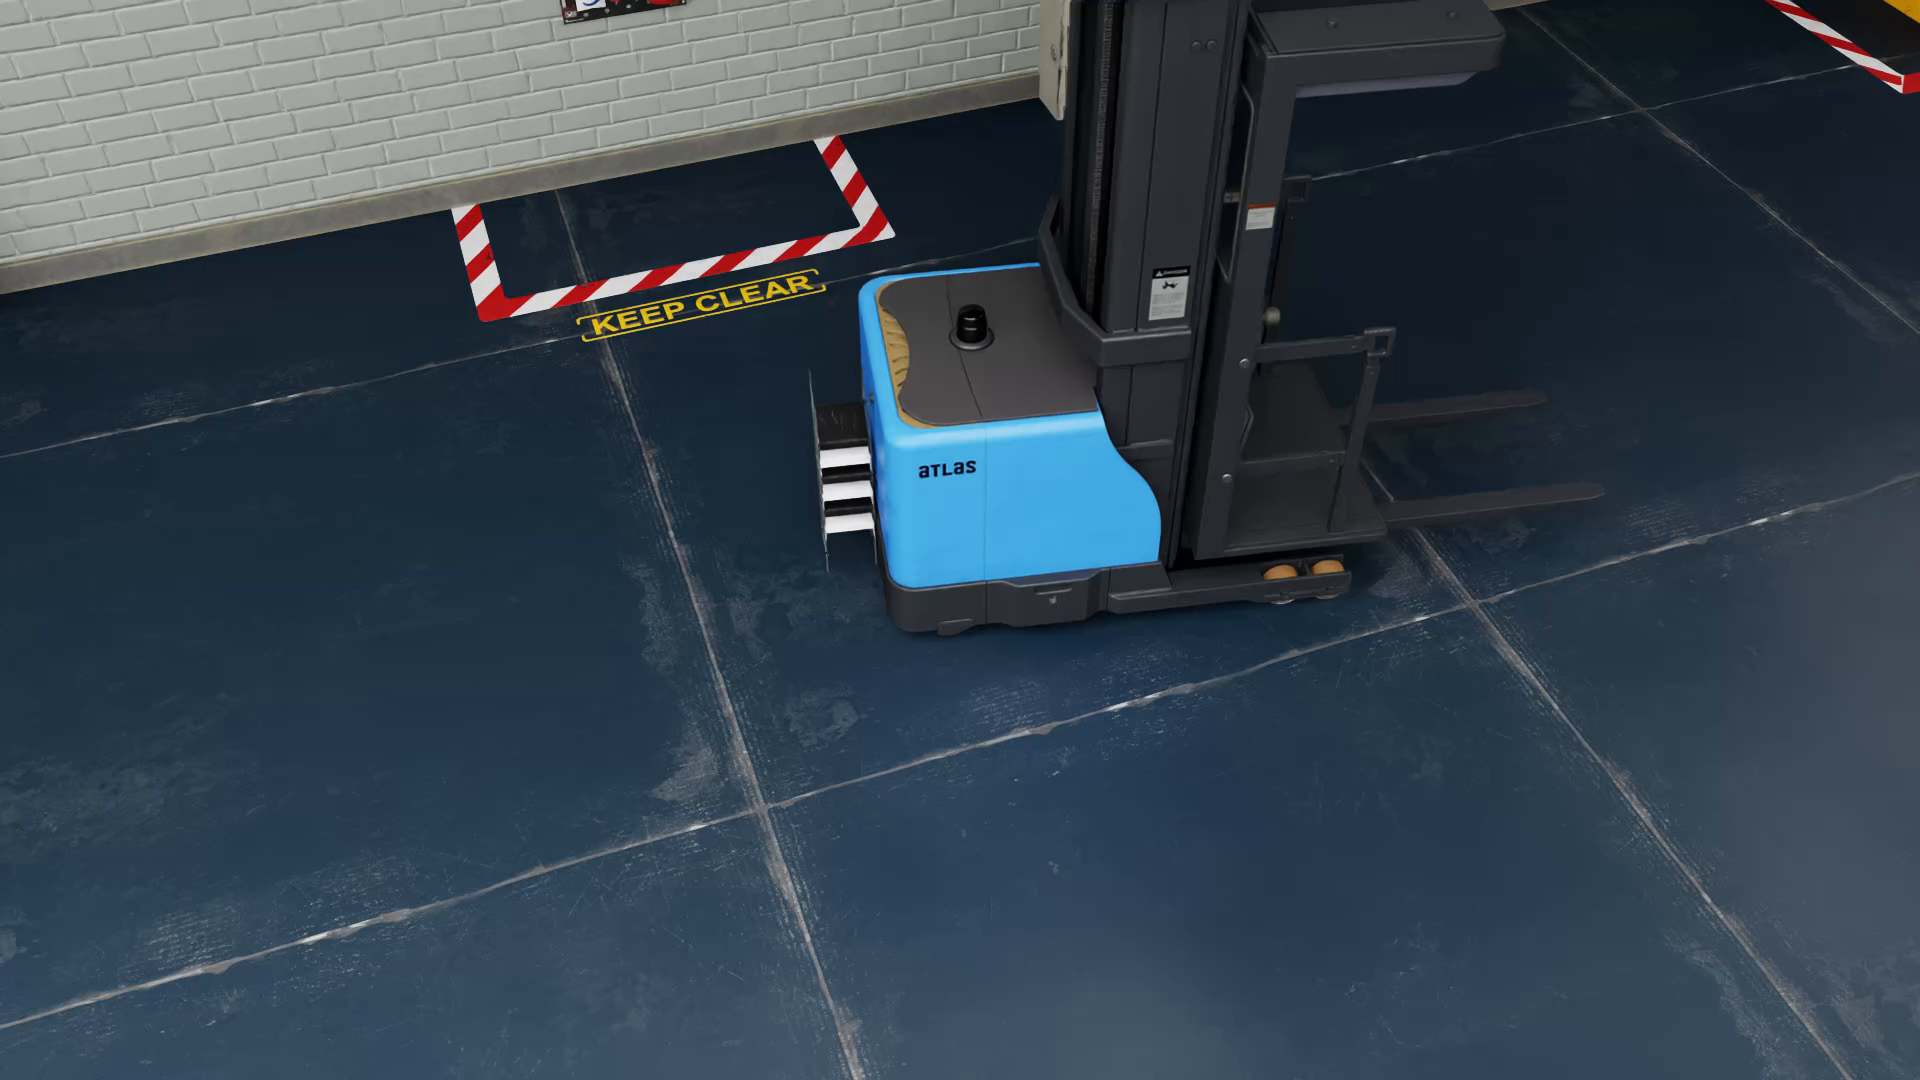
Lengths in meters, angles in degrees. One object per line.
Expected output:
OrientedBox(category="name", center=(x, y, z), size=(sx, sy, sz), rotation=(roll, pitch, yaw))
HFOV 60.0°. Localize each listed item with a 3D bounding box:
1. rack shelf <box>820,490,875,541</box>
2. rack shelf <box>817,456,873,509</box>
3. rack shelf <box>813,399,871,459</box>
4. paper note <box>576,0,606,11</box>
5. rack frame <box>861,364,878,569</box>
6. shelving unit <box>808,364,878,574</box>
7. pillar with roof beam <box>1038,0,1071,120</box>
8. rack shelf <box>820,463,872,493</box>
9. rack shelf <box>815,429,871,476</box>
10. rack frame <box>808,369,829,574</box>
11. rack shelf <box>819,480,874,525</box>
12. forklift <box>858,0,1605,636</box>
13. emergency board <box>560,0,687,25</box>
OrientedBox(category="rack shelf", center=(-0.466, -0.121, 6.846), size=(0.200, 0.077, 0.258), rotation=(-6, 45, -6))
OrientedBox(category="rack shelf", center=(-0.466, -0.248, 6.718), size=(0.200, 0.077, 0.258), rotation=(-6, 45, -6))
OrientedBox(category="rack shelf", center=(-0.466, -0.439, 6.527), size=(0.200, 0.077, 0.258), rotation=(-6, 45, -6))
OrientedBox(category="paper note", center=(-1.843, -2.712, 8.266), size=(0.142, 0.148, 0.016), rotation=(-14, 47, -14))
OrientedBox(category="rack frame", center=(-0.365, -0.283, 6.706), size=(0.006, 0.900, 0.240), rotation=(-6, 45, -6))
OrientedBox(category="shelving unit", center=(-0.466, -0.272, 6.695), size=(0.210, 0.900, 0.258), rotation=(-6, 45, -6))
OrientedBox(category="pillar with roof beam", center=(2.146, -2.838, 3.535), size=(0.400, 9.000, 9.100), rotation=(-14, 47, -14))
OrientedBox(category="rack shelf", center=(-0.466, -0.312, 6.655), size=(0.200, 0.077, 0.258), rotation=(-6, 45, -6))
OrientedBox(category="rack shelf", center=(-0.466, -0.375, 6.591), size=(0.200, 0.077, 0.258), rotation=(-6, 45, -6))
OrientedBox(category="rack frame", center=(-0.566, -0.261, 6.684), size=(0.006, 0.900, 0.240), rotation=(-6, 45, -6))
OrientedBox(category="rack shelf", center=(-0.466, -0.185, 6.782), size=(0.200, 0.077, 0.258), rotation=(-6, 45, -6))
OrientedBox(category="forklift", center=(1.147, -1.138, 6.124), size=(3.031, 2.935, 1.130), rotation=(-6, 45, -6))
OrientedBox(category="emergency board", center=(-1.653, -3.019, 7.951), size=(0.643, 1.169, 0.194), rotation=(-14, 47, -14))
